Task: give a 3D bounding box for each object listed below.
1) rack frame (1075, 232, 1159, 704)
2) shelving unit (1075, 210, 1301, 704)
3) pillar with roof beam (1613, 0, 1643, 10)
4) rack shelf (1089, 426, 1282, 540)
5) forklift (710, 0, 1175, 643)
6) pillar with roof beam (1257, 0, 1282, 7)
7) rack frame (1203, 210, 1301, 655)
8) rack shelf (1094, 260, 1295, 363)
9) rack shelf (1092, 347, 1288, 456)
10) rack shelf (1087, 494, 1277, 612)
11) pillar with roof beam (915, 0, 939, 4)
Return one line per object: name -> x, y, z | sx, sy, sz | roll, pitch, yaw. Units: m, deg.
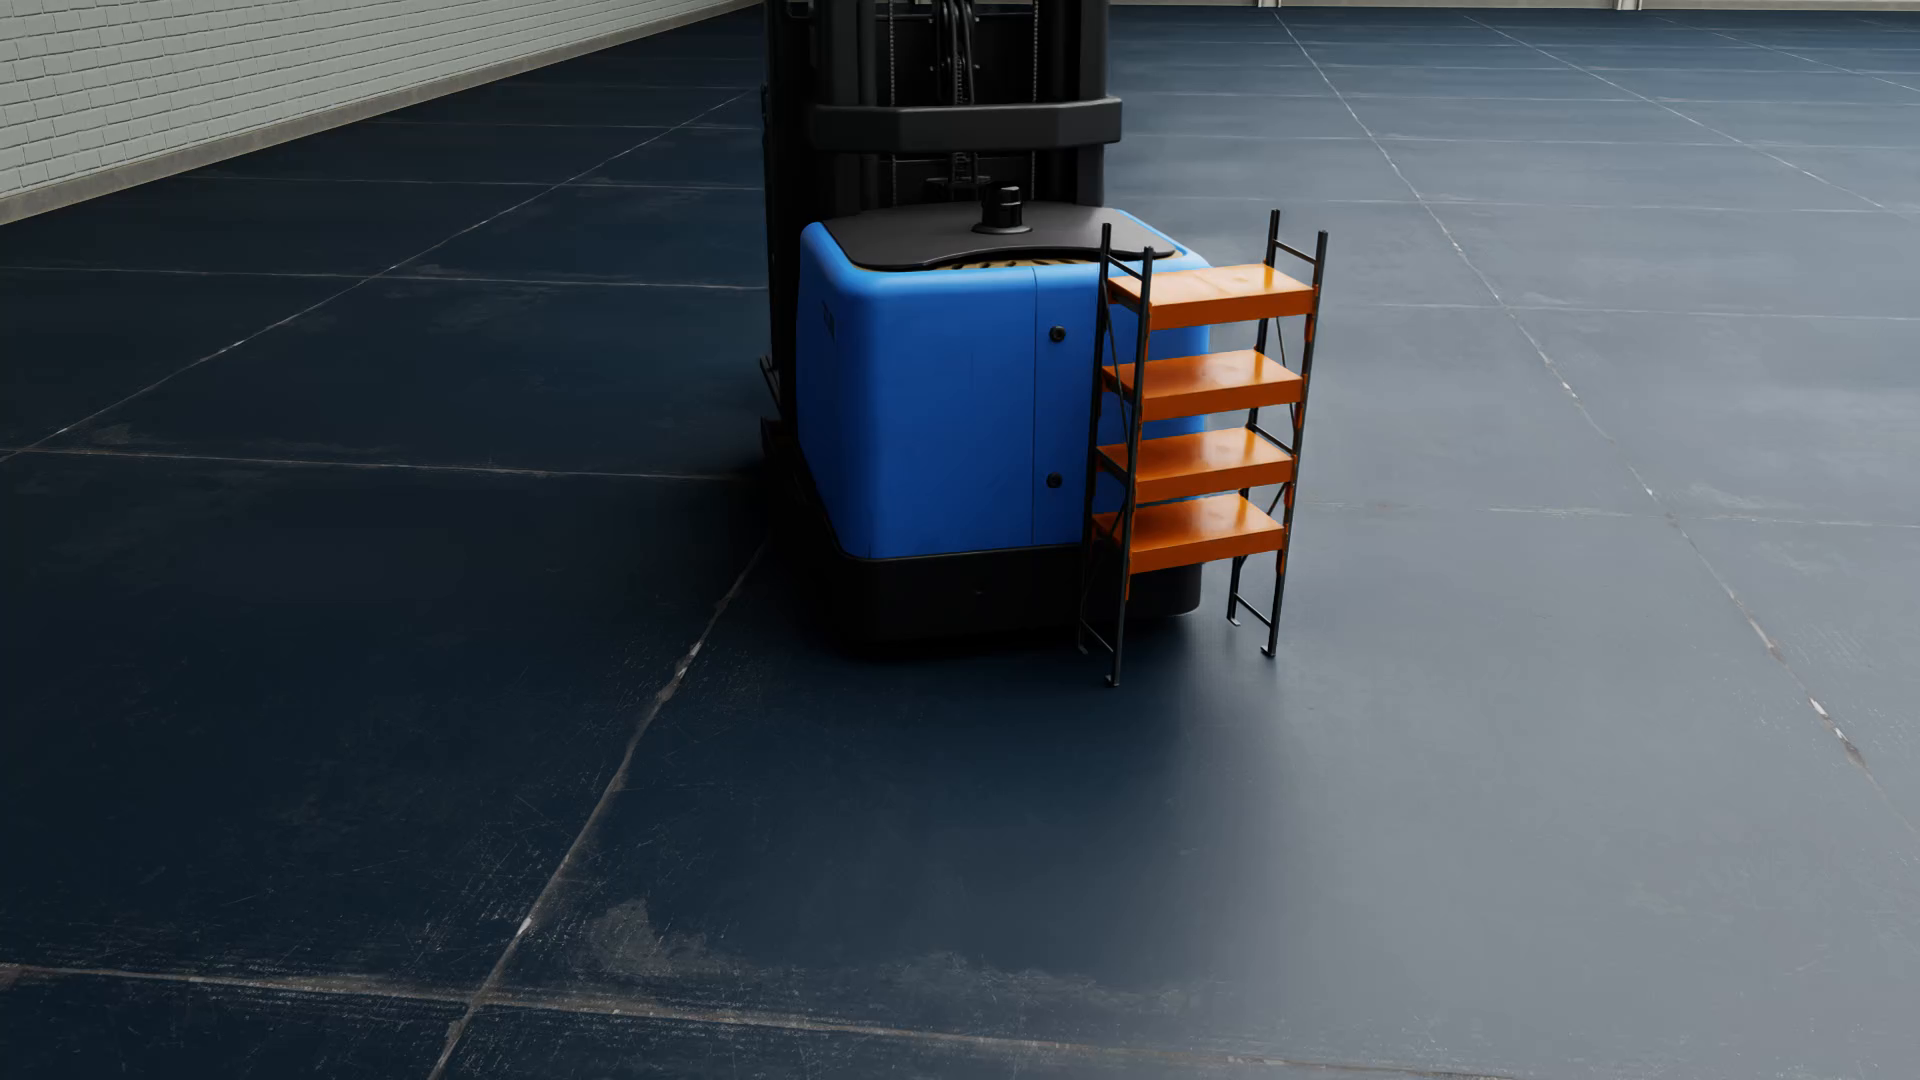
rack frame -> 0.392, -0.166, 4.228 | 0.015, 1.200, 0.240 | -15, 26, -34
shelving unit -> 0.587, -0.220, 4.364 | 0.503, 1.200, 0.258 | -15, 26, -34
pillar with roof beam -> 10.822, -11.627, 22.611 | 0.400, 9.000, 9.100 | 2, 22, 6
rack shelf -> 0.587, -0.157, 4.389 | 0.480, 0.148, 0.258 | -15, 26, -34
forklift -> 0.163, -1.594, 5.484 | 1.130, 2.935, 3.031 | 5, 22, 13
pillar with roof beam -> 4.864, -11.887, 23.267 | 0.400, 9.000, 9.100 | 2, 22, 6
rack frame -> 0.782, -0.274, 4.501 | 0.015, 1.200, 0.240 | -15, 26, -34
rack shelf -> 0.587, -0.585, 4.220 | 0.480, 0.148, 0.258 | -15, 26, -34
rack shelf -> 0.587, -0.365, 4.307 | 0.480, 0.148, 0.258 | -15, 26, -34
rack shelf -> 0.587, 0.027, 4.462 | 0.480, 0.148, 0.258 | -15, 26, -34
pillar with roof beam -> -1.095, -12.147, 23.924 | 0.400, 9.000, 9.100 | 2, 22, 6
